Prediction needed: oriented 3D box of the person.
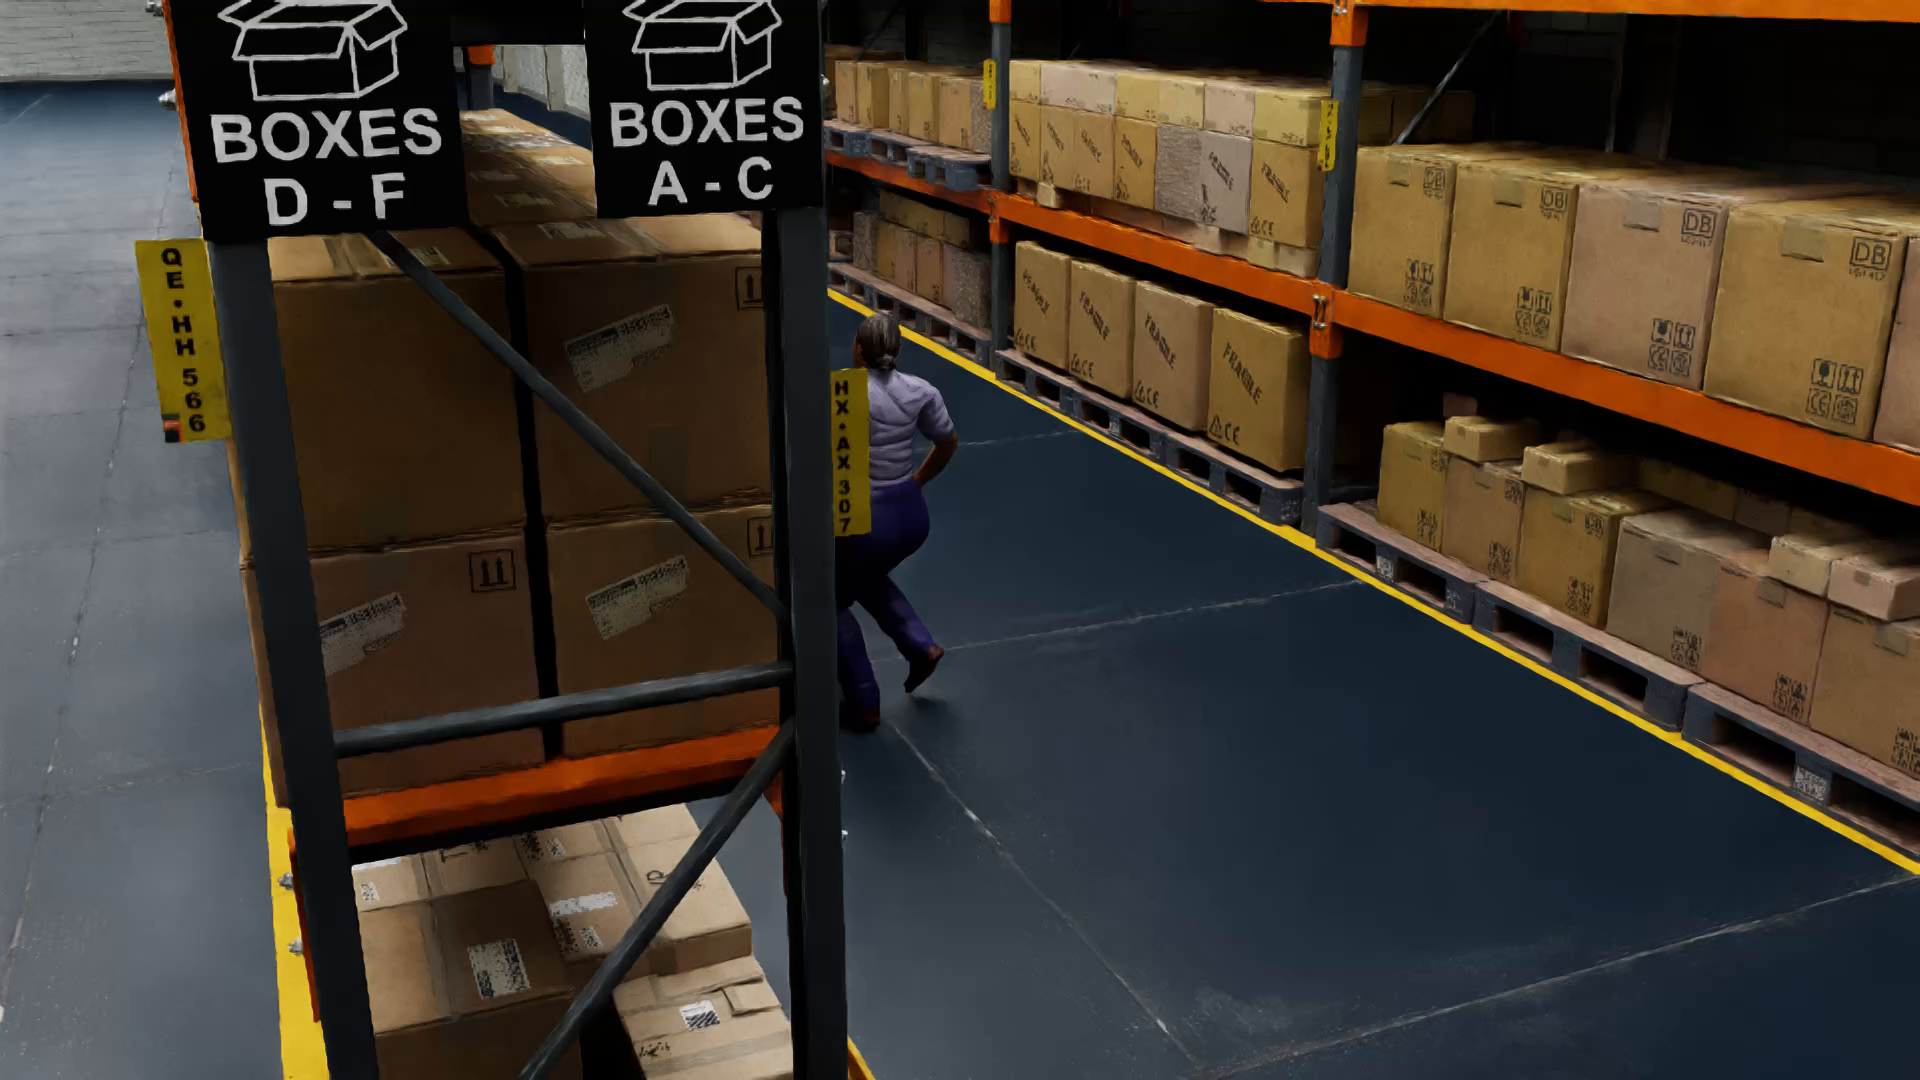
[{"bbox_3d":[-0.375,-0.069,6.344,0.485,1.602,0.663,15,24,38],"label":"person"}]
